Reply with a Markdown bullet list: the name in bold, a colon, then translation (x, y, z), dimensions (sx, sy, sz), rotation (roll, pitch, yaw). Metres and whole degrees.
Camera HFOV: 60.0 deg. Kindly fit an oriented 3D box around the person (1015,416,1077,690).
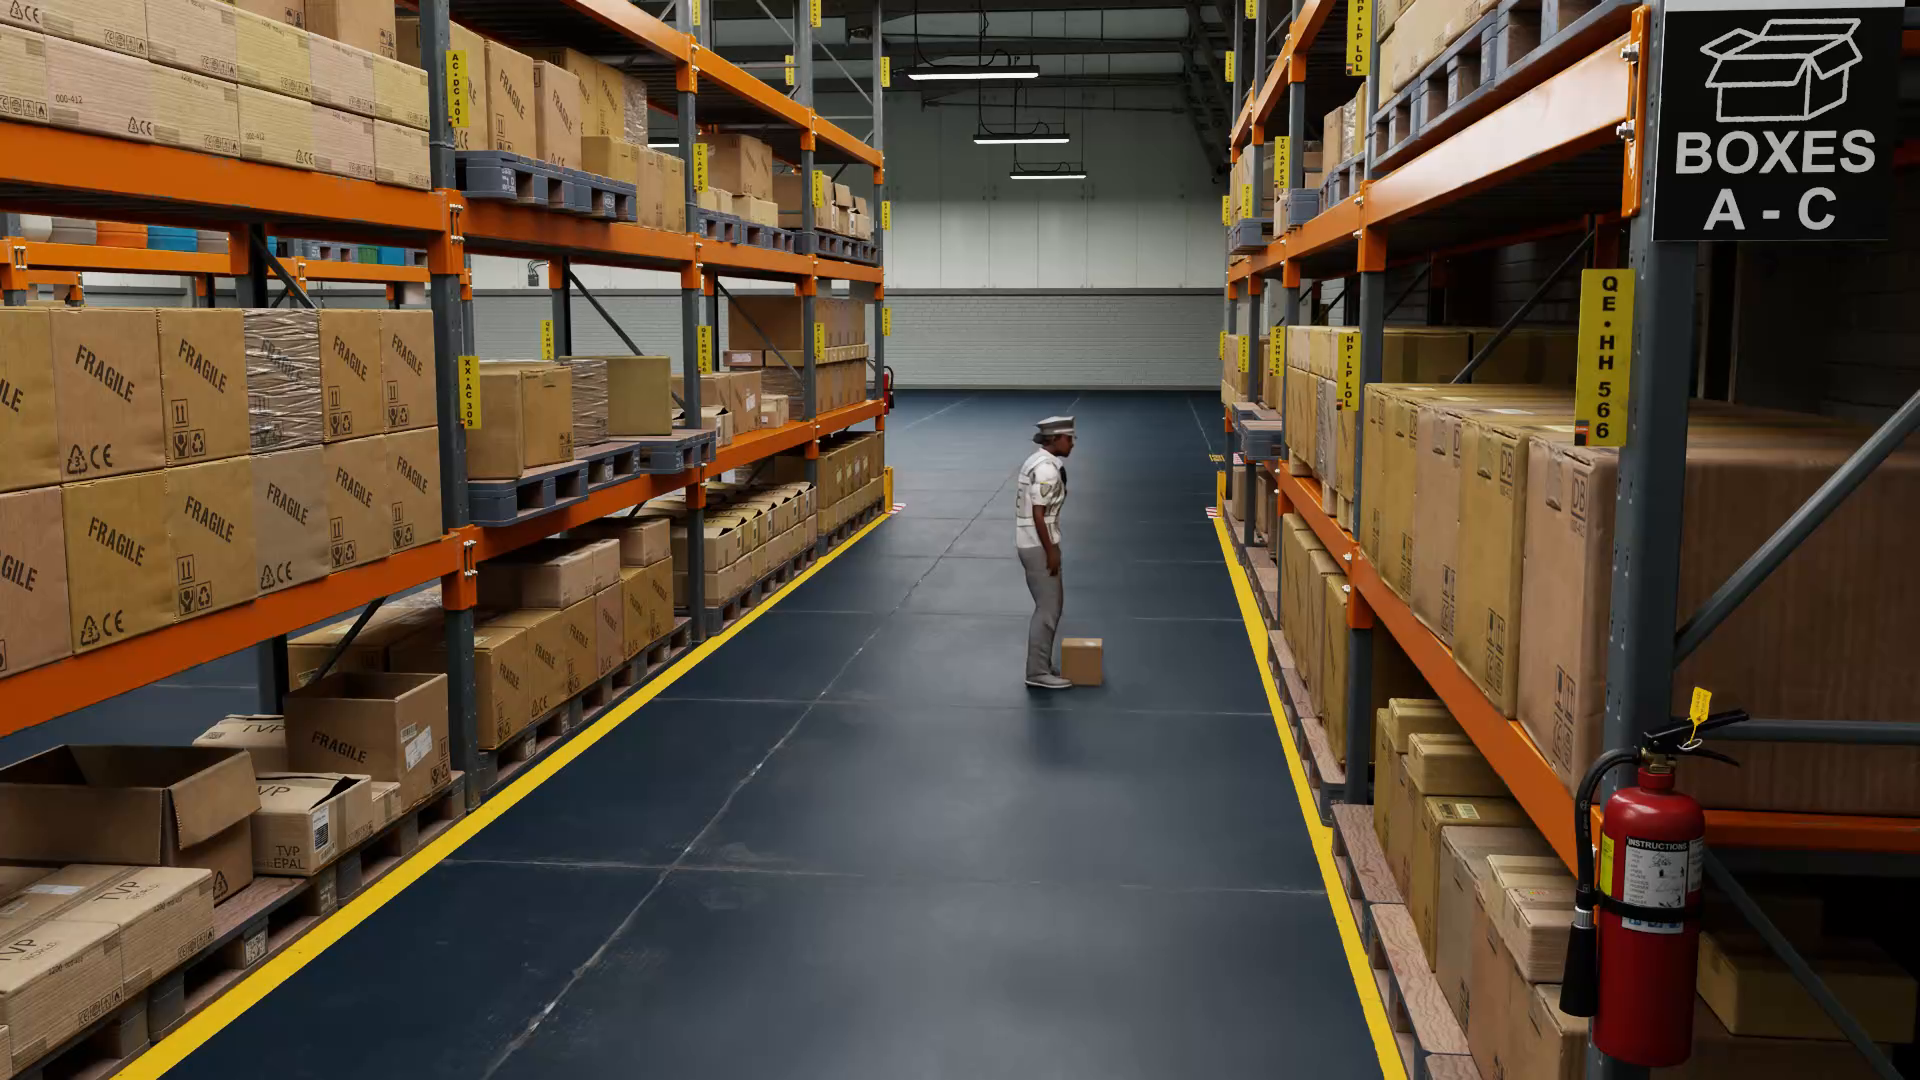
- **person**: translation (0.530, 0.064, 10.322), dimensions (0.386, 1.660, 0.505), rotation (1, 8, 4)
